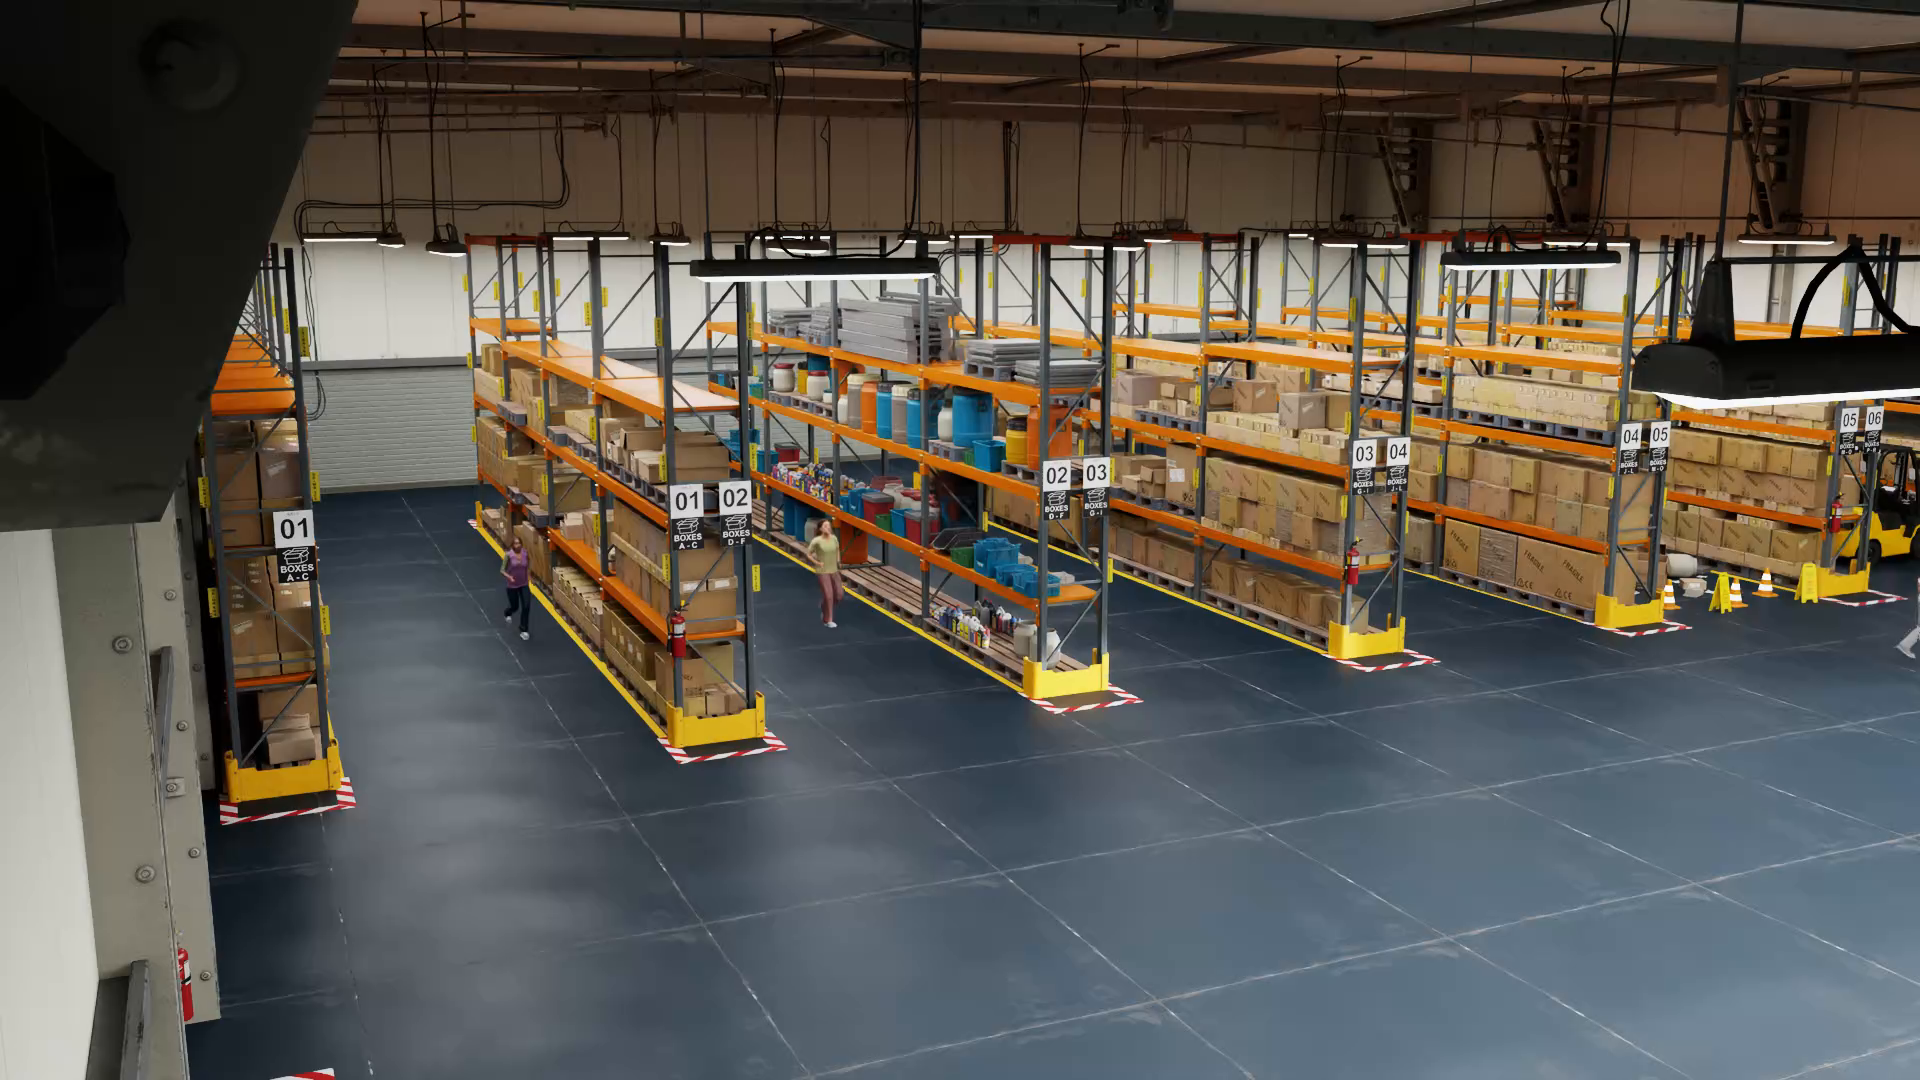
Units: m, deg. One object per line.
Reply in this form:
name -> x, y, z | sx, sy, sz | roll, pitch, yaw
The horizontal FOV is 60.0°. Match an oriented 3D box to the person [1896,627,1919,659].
person -> 13.932, 0.948, 23.692 | 0.908, 1.710, 0.568 | 4, 12, 18

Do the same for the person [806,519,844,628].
person -> -1.996, 0.483, 24.821 | 0.578, 1.631, 0.519 | -7, 13, -34

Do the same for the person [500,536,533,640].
person -> -6.775, 0.694, 25.411 | 0.525, 1.582, 0.822 | -7, 13, -32
